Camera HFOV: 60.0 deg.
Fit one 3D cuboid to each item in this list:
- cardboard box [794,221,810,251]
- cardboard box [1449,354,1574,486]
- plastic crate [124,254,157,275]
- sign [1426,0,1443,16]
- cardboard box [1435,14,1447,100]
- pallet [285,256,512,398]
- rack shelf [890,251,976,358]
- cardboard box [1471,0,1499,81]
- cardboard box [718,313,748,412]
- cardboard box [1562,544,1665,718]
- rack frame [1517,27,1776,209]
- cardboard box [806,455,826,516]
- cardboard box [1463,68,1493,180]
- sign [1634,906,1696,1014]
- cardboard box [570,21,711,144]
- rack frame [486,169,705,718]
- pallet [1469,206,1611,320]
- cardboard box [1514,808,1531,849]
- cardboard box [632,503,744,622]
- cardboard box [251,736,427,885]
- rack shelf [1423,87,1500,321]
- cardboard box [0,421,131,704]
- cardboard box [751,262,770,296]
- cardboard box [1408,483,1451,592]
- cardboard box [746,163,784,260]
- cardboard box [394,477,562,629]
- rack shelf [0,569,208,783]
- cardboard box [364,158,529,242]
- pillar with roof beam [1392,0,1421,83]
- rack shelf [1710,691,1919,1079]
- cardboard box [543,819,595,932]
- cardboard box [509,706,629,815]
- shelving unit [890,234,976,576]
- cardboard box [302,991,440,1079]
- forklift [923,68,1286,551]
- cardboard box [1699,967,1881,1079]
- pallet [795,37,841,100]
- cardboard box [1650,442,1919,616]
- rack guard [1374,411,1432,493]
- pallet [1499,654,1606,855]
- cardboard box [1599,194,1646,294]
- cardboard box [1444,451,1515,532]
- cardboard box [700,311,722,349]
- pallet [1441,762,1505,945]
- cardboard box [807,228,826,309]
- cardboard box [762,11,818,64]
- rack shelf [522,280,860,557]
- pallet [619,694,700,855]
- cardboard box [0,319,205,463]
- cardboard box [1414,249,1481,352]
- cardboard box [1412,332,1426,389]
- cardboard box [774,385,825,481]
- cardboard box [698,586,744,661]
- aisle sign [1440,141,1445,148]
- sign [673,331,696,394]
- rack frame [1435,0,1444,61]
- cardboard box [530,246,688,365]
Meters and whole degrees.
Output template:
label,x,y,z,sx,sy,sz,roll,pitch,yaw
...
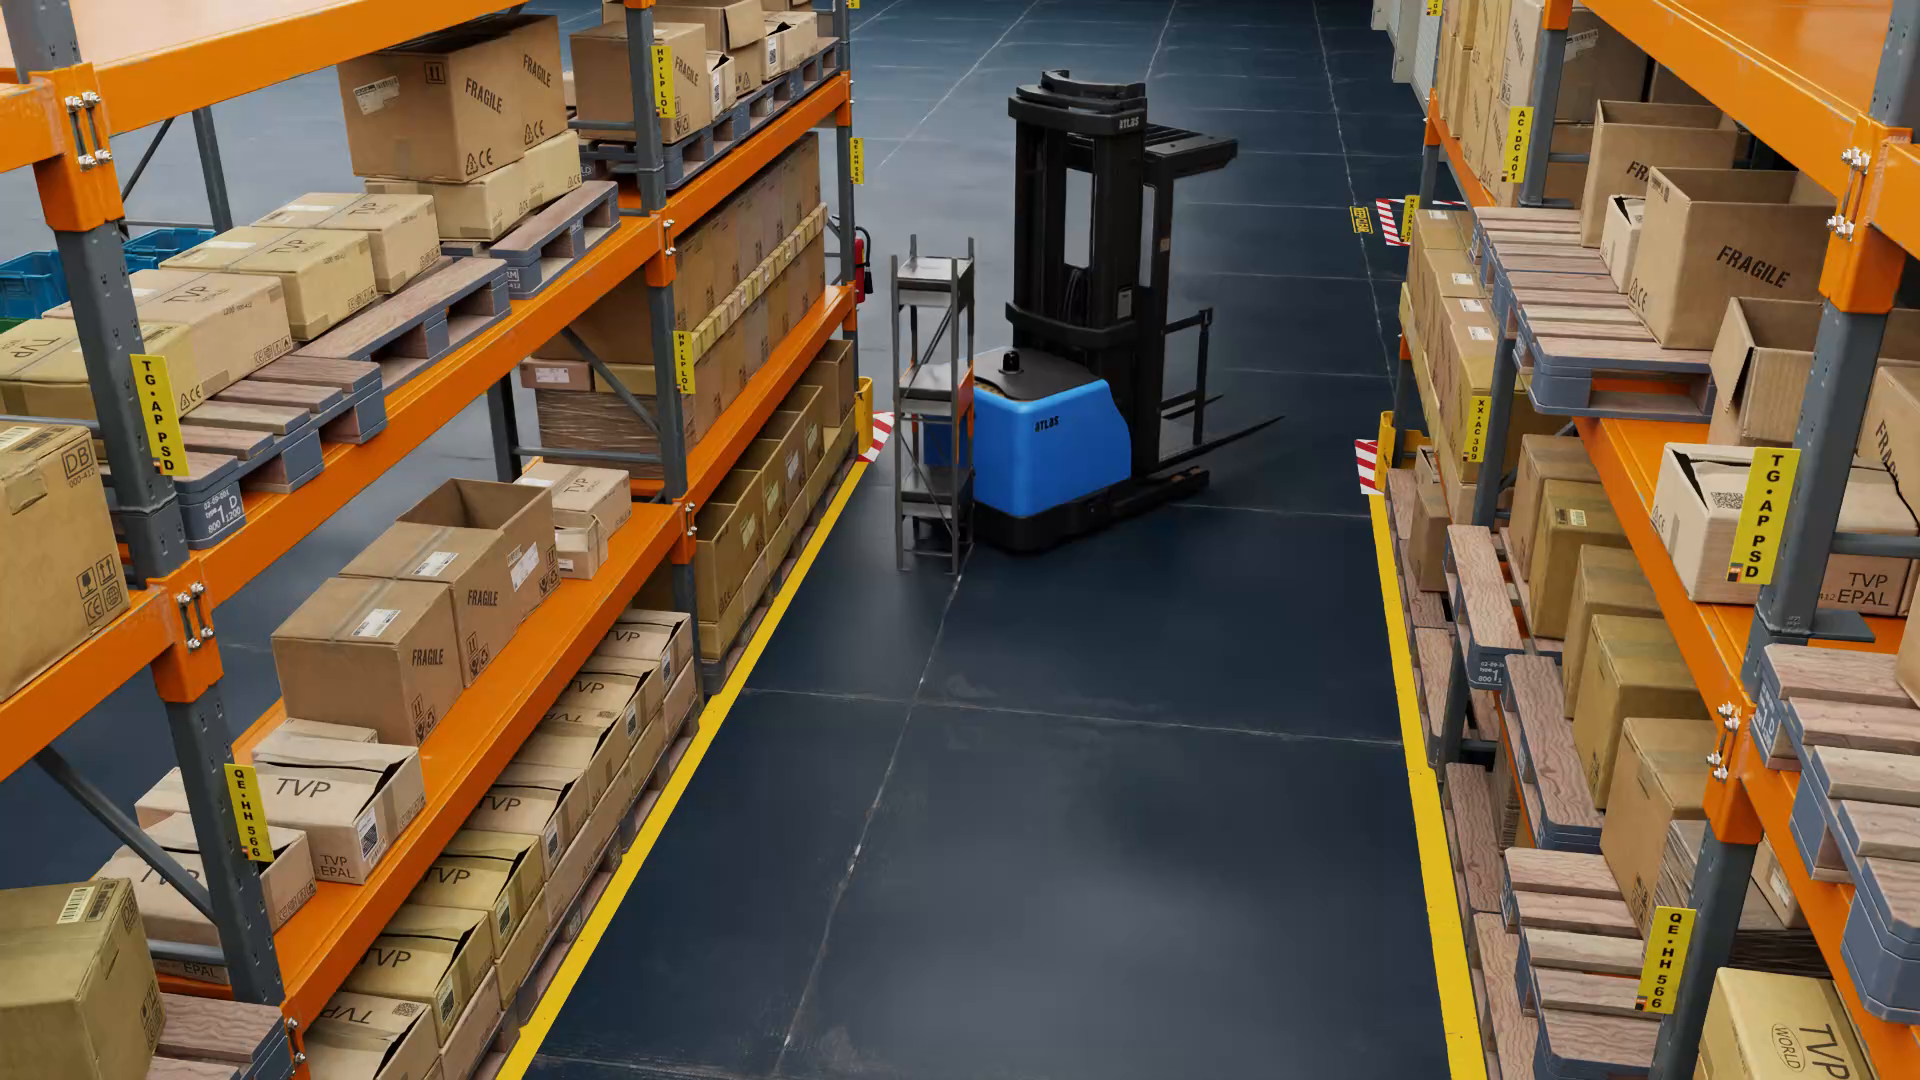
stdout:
label,x,y,z,sx,sy,sz,roll,pitch,yaw
cardboard box,-1.226,-2.057,11.223,0.380,0.149,0.250,4,25,8
cardboard box,2.737,-0.593,8.247,0.500,0.500,0.500,4,25,8
plastic crate,-6.053,-1.883,11.911,0.499,0.251,0.408,4,25,9
sign,3.084,-3.558,10.743,0.100,0.325,0.005,4,25,9
cardboard box,3.318,-3.056,10.561,0.500,0.500,0.500,5,25,10
pallet,-2.374,-0.792,6.089,1.003,0.211,1.213,5,26,11
rack shelf,-0.162,-1.459,10.272,0.431,0.518,0.480,5,26,11
cardboard box,2.934,-2.636,8.484,0.500,0.500,0.500,3,25,7
cardboard box,-1.691,-1.096,9.936,0.700,0.500,0.500,4,25,9
cardboard box,2.673,0.384,6.254,0.700,0.500,0.500,8,26,16
rack frame,2.965,-2.810,6.638,1.000,3.000,0.127,4,25,9
cardboard box,-1.215,-0.388,11.289,0.500,0.250,0.500,4,25,9
cardboard box,2.952,-2.179,8.687,0.500,0.500,0.500,3,25,6
sign,1.775,1.058,4.179,0.100,0.325,0.005,4,25,9
cardboard box,-1.580,-2.284,8.275,0.500,0.500,0.500,6,26,13
rack frame,-1.923,-0.434,8.640,1.000,3.000,0.127,4,25,9
pallet,2.759,-1.115,6.778,1.213,0.211,1.003,4,25,9
cardboard box,2.826,1.369,7.217,0.700,0.500,0.500,4,25,7
cardboard box,-1.538,0.109,9.343,0.500,0.500,0.500,4,25,9
cardboard box,-2.239,0.918,5.855,0.500,0.311,0.500,4,25,8
rack shelf,3.292,-1.962,9.213,1.077,0.370,4.000,4,25,9
cardboard box,-2.614,0.020,4.014,0.910,0.500,0.500,4,25,9
cardboard box,-1.395,-1.625,10.299,0.380,0.149,0.250,4,25,8
cardboard box,3.155,-0.008,10.158,0.700,0.500,0.500,2,25,5
cardboard box,-1.529,-2.092,10.534,0.700,0.500,0.500,4,25,9
cardboard box,-2.150,0.061,7.464,0.500,0.500,0.500,6,26,12
rack shelf,-2.903,1.042,2.795,1.077,0.370,4.000,4,25,9
cardboard box,-2.120,-1.428,6.906,0.500,0.250,0.500,2,25,3
pillar with roof beam,3.052,-11.957,26.179,9.100,9.000,0.400,4,25,9
rack shelf,1.985,1.384,2.065,1.077,0.370,4.000,4,25,9
cardboard box,-1.956,1.452,7.357,0.500,0.250,0.500,5,25,10
cardboard box,-1.869,0.983,7.699,0.500,0.311,0.500,4,25,8
shelving unit,-0.162,-0.838,10.563,0.431,2.100,0.503,5,26,11
cardboard box,-2.201,1.841,5.865,0.500,0.311,0.500,5,26,10
forklift,1.165,-1.768,11.570,3.031,2.935,1.130,-21,32,-38
cardboard box,1.978,1.236,3.695,0.500,0.250,0.500,5,25,10
pallet,-1.410,-3.132,10.969,1.003,0.211,1.213,4,25,9
cardboard box,2.163,-0.067,4.398,0.500,0.311,0.500,4,25,9
rack guard,3.606,-0.602,11.946,1.175,0.500,0.348,4,25,9
pallet,2.595,0.836,6.151,1.003,0.211,1.213,4,25,9
cardboard box,2.696,-1.120,6.177,0.500,0.311,0.500,5,26,10
cardboard box,2.744,-0.253,8.405,0.500,0.250,0.500,4,25,9
cardboard box,-1.565,-1.195,9.382,0.380,0.149,0.250,4,25,8
pallet,2.839,1.496,7.805,1.003,0.211,1.213,4,25,9
cardboard box,-1.358,-1.958,11.777,0.700,0.500,0.500,4,25,9
cardboard box,-1.197,-3.152,10.423,0.500,0.250,0.500,4,25,9
rack shelf,-1.596,-0.945,10.579,1.077,0.370,4.000,4,25,9
pallet,-2.004,1.139,8.567,1.003,0.211,1.213,4,25,9
cardboard box,-2.558,-0.436,4.786,0.500,0.250,0.500,2,25,5
cardboard box,3.063,-1.446,10.070,0.500,0.500,0.500,3,25,7
cardboard box,3.066,-1.094,10.202,0.500,0.250,0.500,4,25,8
cardboard box,-1.212,-0.728,11.130,0.500,0.500,0.500,4,25,9
cardboard box,-1.548,0.448,9.503,0.500,0.250,0.500,4,25,9
aisle sign,3.335,-2.994,11.041,0.394,0.787,0.004,4,25,9
sign,-1.386,-0.889,8.339,0.100,0.325,0.005,4,25,9
rack frame,3.619,-4.483,10.212,1.000,3.000,0.127,4,25,9
cardboard box,-1.856,-1.253,8.741,0.700,0.500,0.500,4,25,9
